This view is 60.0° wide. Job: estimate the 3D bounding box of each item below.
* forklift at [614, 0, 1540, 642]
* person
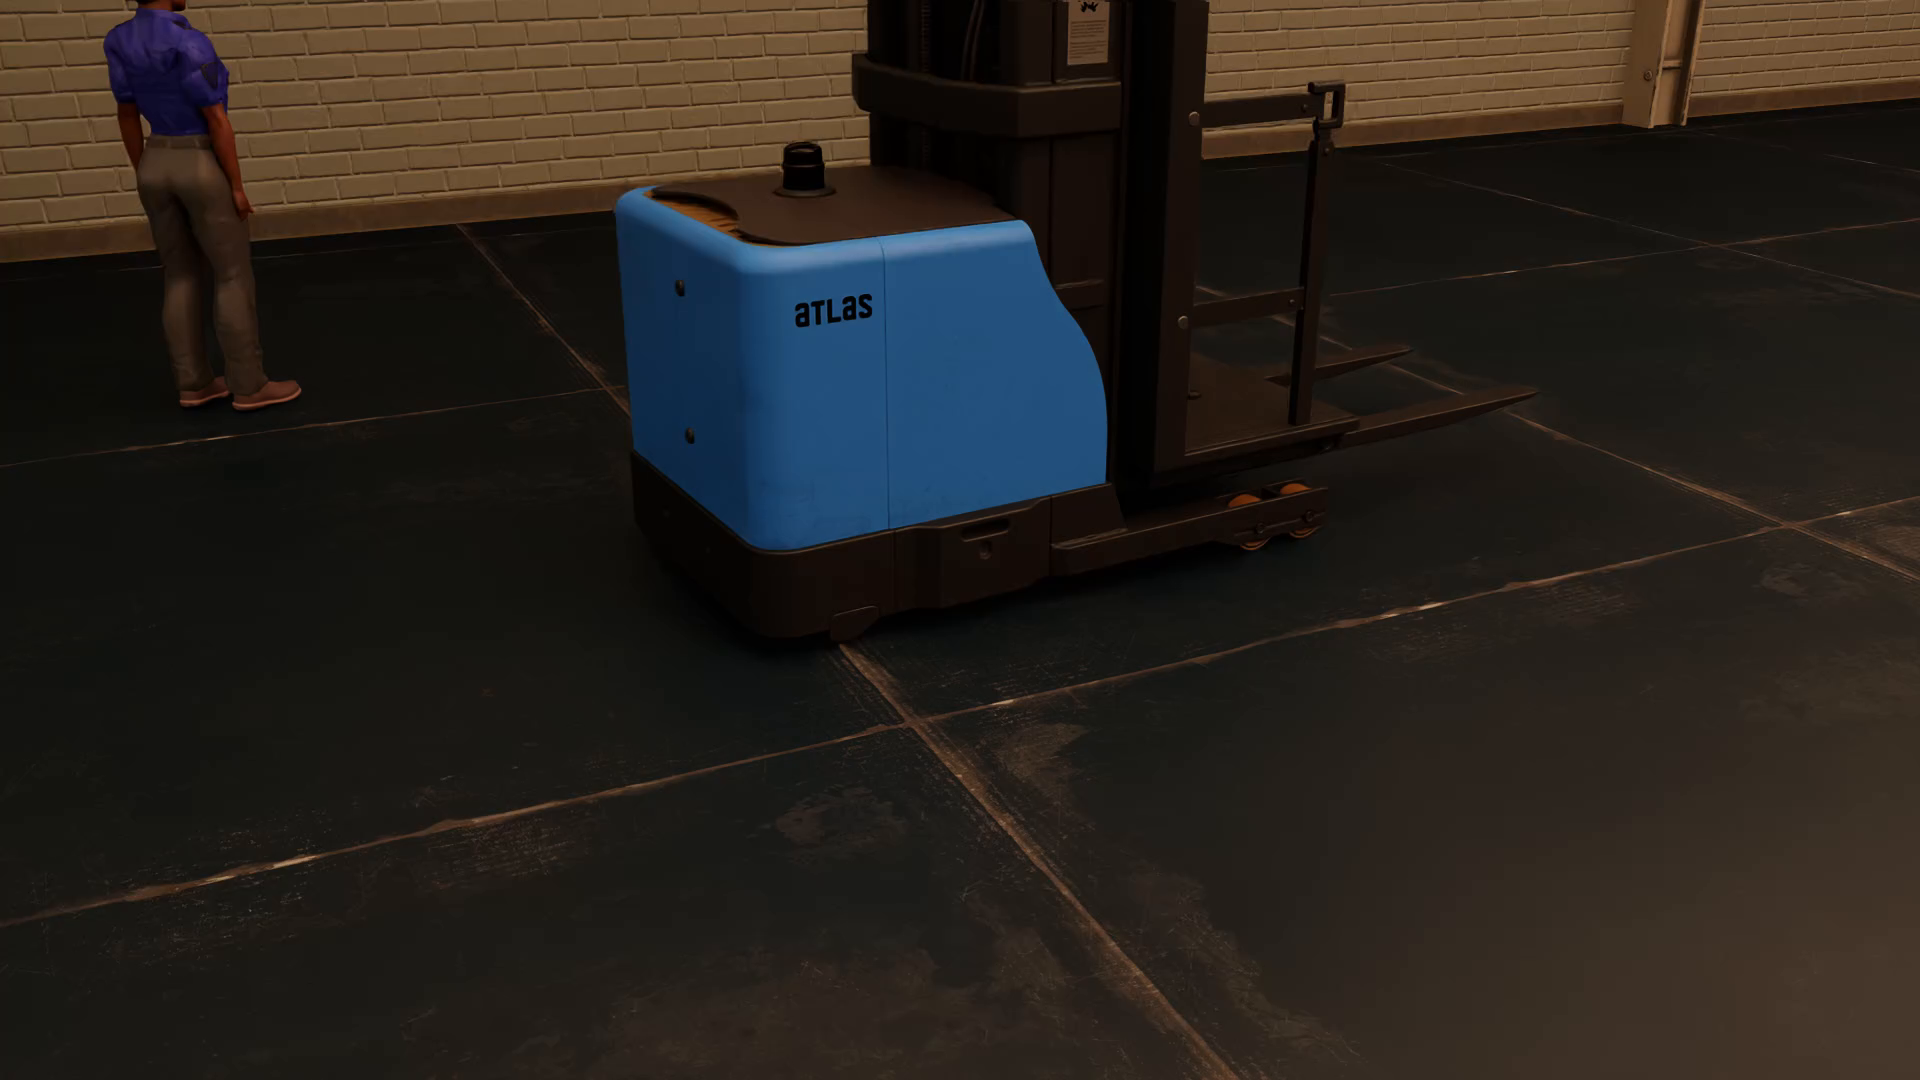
[{"bbox_3d":[0.543,-1.484,4.857,3.031,2.935,1.130,-13,26,-28],"label":"forklift"},{"bbox_3d":[-2.795,-1.301,6.078,0.447,1.662,0.325,6,23,15],"label":"person"}]
